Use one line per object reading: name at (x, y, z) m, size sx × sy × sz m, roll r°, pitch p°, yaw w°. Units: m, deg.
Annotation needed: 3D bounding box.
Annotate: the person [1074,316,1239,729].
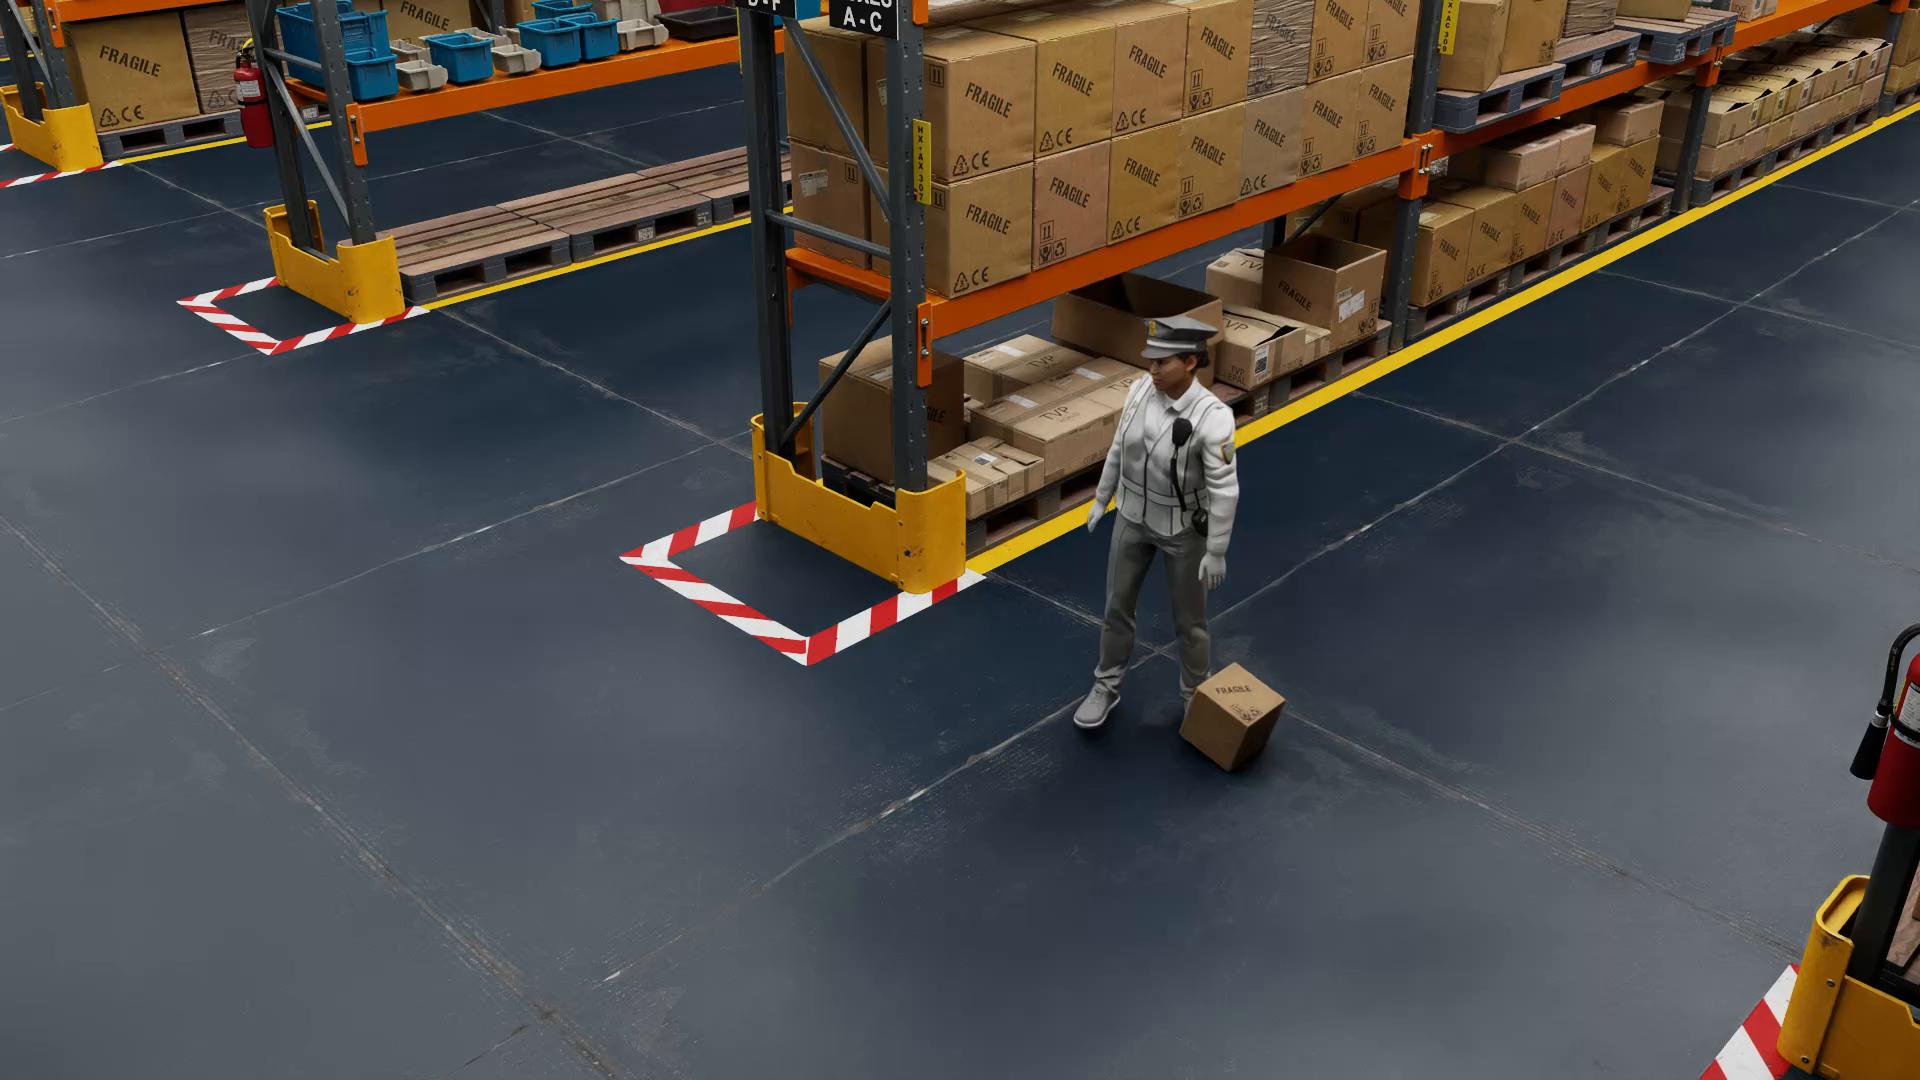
person at (0.705, -0.039, 6.122) m, size 0.619 × 1.678 × 0.487 m, roll 21°, pitch 34°, yaw 34°
